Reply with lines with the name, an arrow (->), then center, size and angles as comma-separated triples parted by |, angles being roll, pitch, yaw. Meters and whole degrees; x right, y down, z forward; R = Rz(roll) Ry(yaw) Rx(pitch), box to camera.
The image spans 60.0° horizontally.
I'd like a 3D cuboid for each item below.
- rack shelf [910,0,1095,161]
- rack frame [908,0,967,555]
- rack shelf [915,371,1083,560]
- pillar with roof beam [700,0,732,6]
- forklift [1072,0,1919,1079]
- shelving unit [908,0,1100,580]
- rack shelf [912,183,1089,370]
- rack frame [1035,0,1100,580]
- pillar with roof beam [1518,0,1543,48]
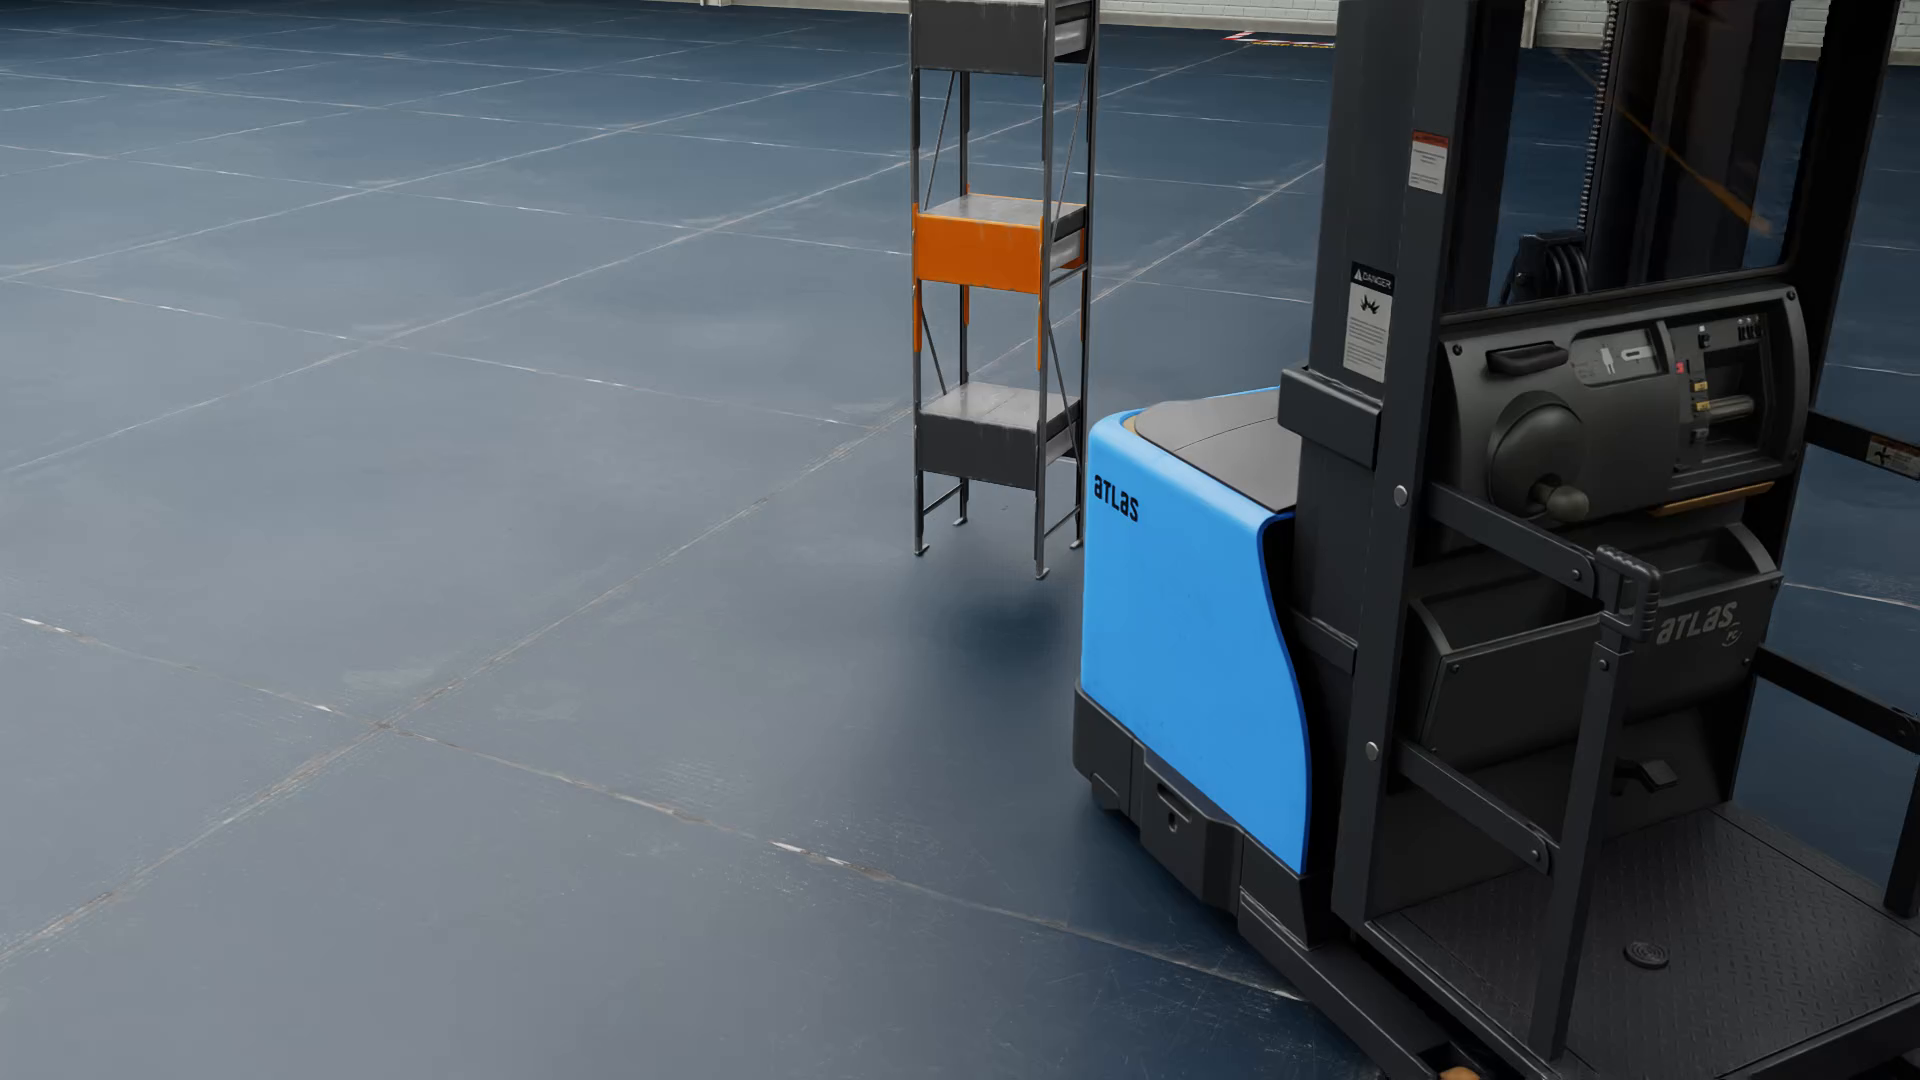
rack shelf -> 0.148, -1.569, 5.502 | 0.480, 0.518, 0.431 | 11, 25, 25
rack frame -> -0.070, -0.980, 5.872 | 0.015, 2.100, 0.400 | 11, 25, 25
rack shelf -> 0.148, -0.280, 6.050 | 0.480, 0.518, 0.431 | 11, 25, 25
pillar with roof beam -> -5.704, -10.902, 20.387 | 0.400, 9.000, 9.100 | 11, 25, 25
forklift -> 1.414, -0.245, 3.081 | 1.130, 2.935, 3.031 | -11, 25, -24
shelving unit -> 0.148, -0.937, 5.770 | 0.503, 2.100, 0.431 | 11, 25, 25
rack shelf -> 0.148, -0.924, 5.776 | 0.480, 0.518, 0.431 | 11, 25, 25
rack frame -> 0.365, -0.894, 5.669 | 0.015, 2.100, 0.400 | 11, 25, 25
pillar with roof beam -> 5.005, -8.783, 15.405 | 0.400, 9.000, 9.100 | 11, 25, 25
